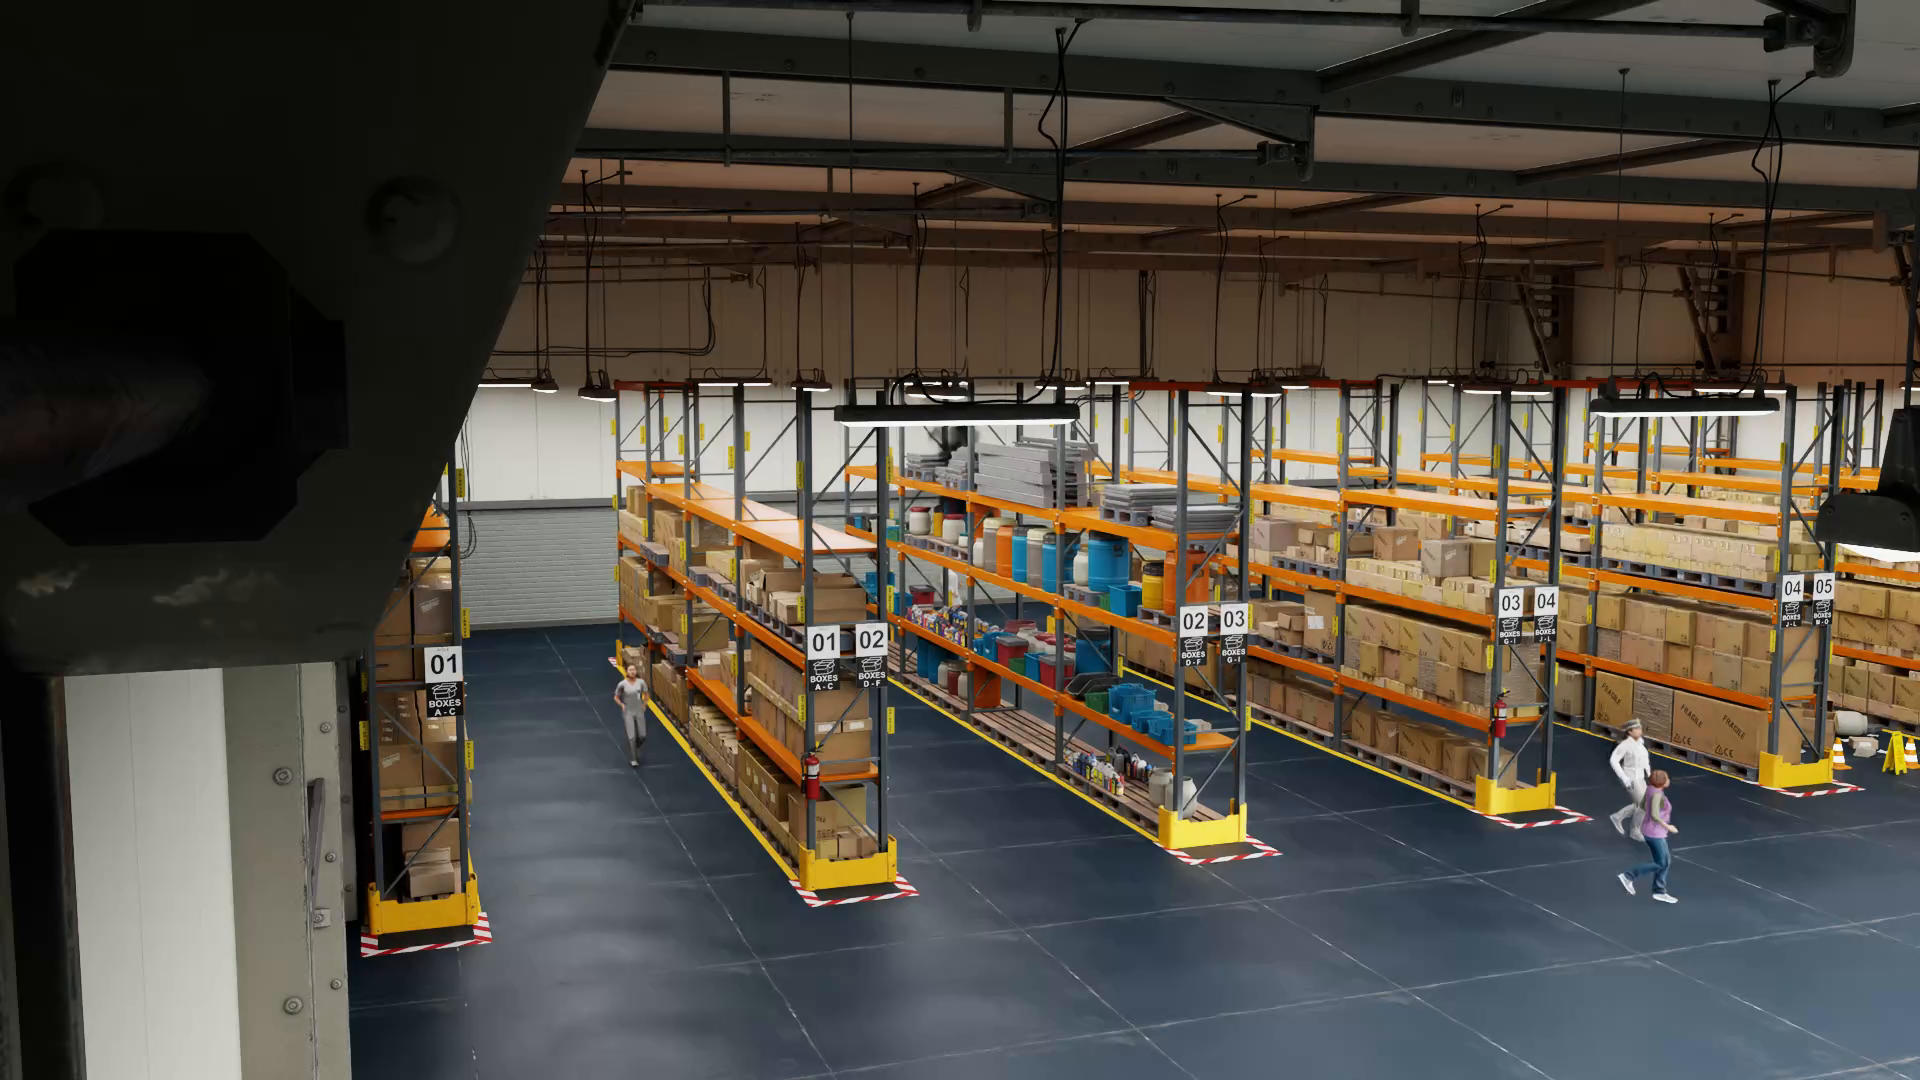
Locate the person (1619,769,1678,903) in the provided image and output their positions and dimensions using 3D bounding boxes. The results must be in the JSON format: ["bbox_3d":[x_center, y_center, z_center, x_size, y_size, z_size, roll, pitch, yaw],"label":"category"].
[{"bbox_3d":[8.150,3.484,19.634,0.661,1.592,0.566,2,6,14],"label":"person"}]

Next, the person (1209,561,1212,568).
[{"bbox_3d":[5.688,1.322,39.353,0.832,1.713,0.846,-1,6,-6],"label":"person"}]

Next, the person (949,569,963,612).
[{"bbox_3d":[-0.227,1.330,39.129,0.797,1.775,0.704,-1,6,-7],"label":"person"}]

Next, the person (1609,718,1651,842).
[{"bbox_3d":[8.948,3.193,22.121,0.492,1.673,0.701,5,8,40],"label":"person"}]

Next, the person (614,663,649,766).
[{"bbox_3d":[-5.180,2.744,26.299,0.561,1.620,0.588,-2,6,-20],"label":"person"}]
